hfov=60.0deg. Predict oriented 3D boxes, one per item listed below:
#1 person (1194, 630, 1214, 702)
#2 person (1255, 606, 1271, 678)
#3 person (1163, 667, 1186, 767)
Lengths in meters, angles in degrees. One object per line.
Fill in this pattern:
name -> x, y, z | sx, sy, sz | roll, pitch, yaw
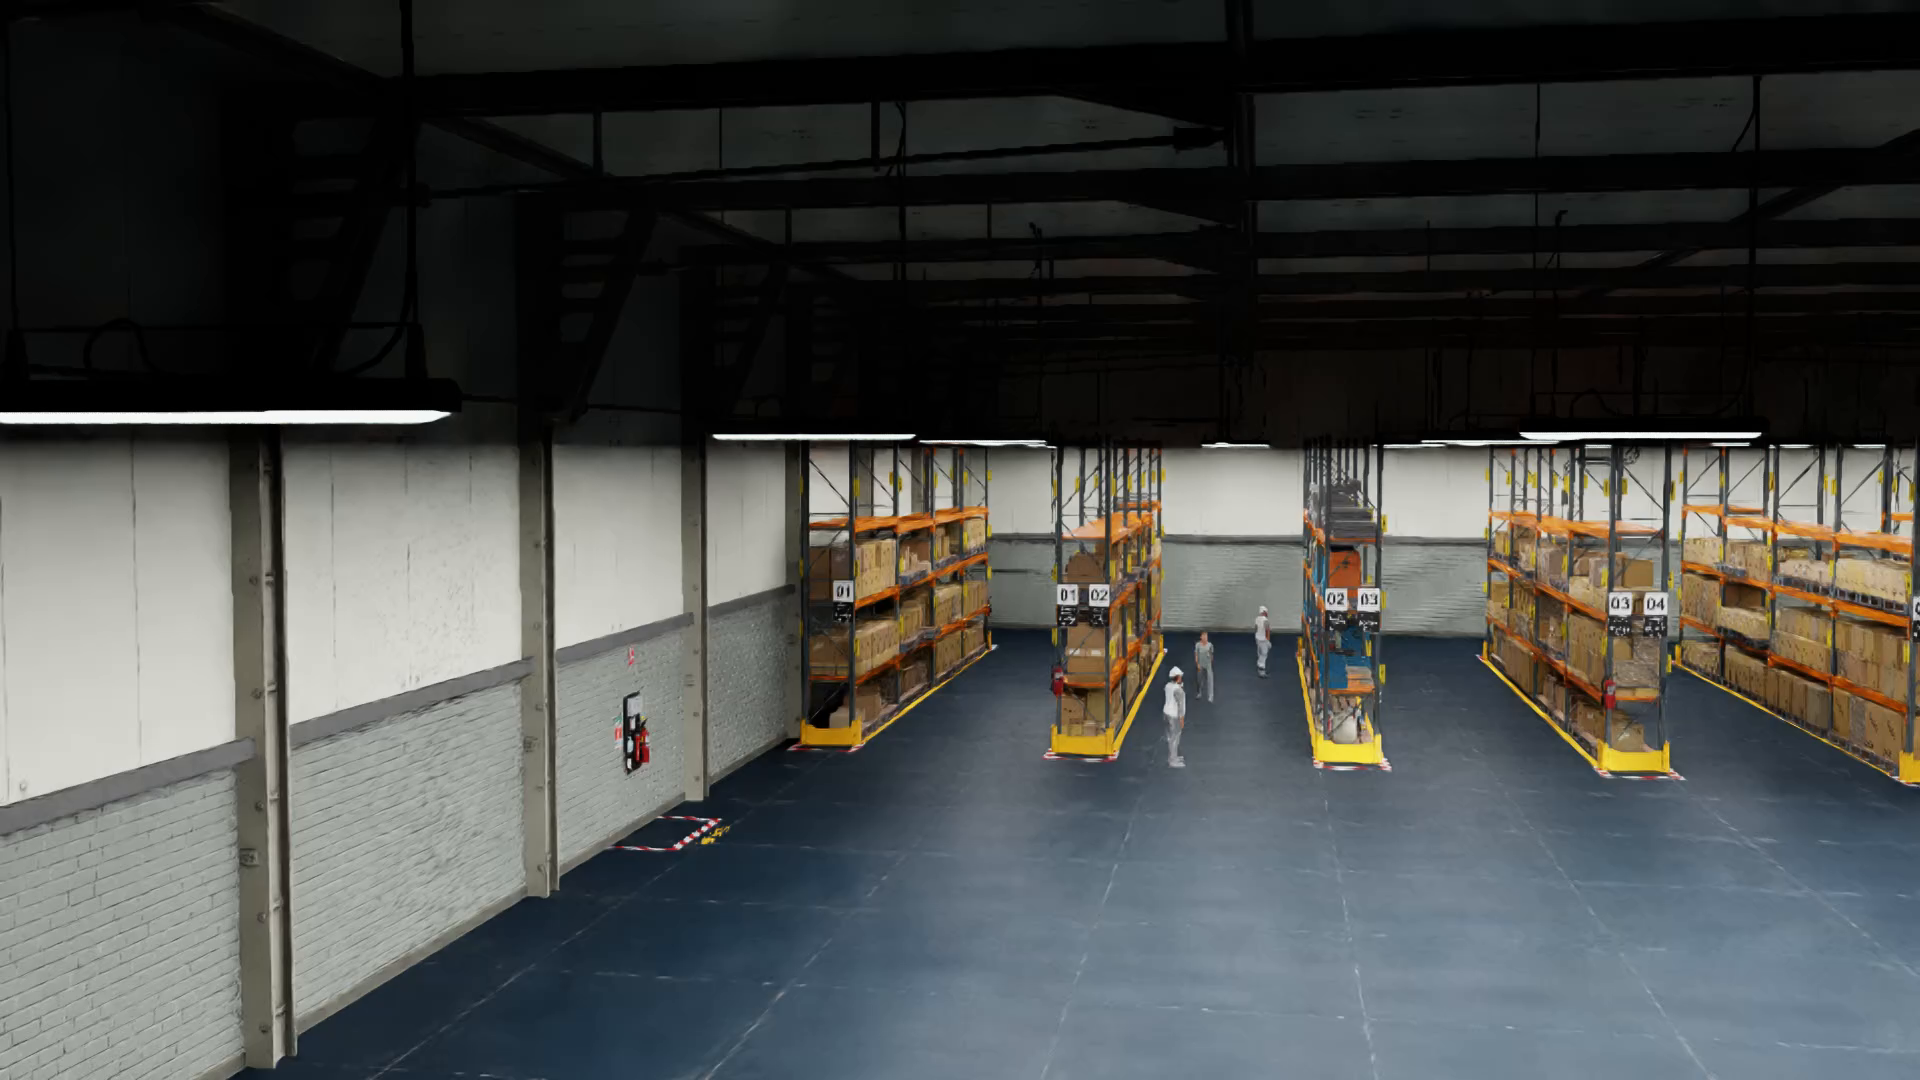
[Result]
person -> 5.553, 2.855, 37.912 | 0.444, 1.604, 1.016 | 0, 3, 2
person -> 7.672, 2.546, 41.891 | 0.450, 1.789, 0.605 | -1, 3, -21
person -> 3.939, 3.187, 30.159 | 0.463, 1.779, 0.598 | -1, 3, -18
